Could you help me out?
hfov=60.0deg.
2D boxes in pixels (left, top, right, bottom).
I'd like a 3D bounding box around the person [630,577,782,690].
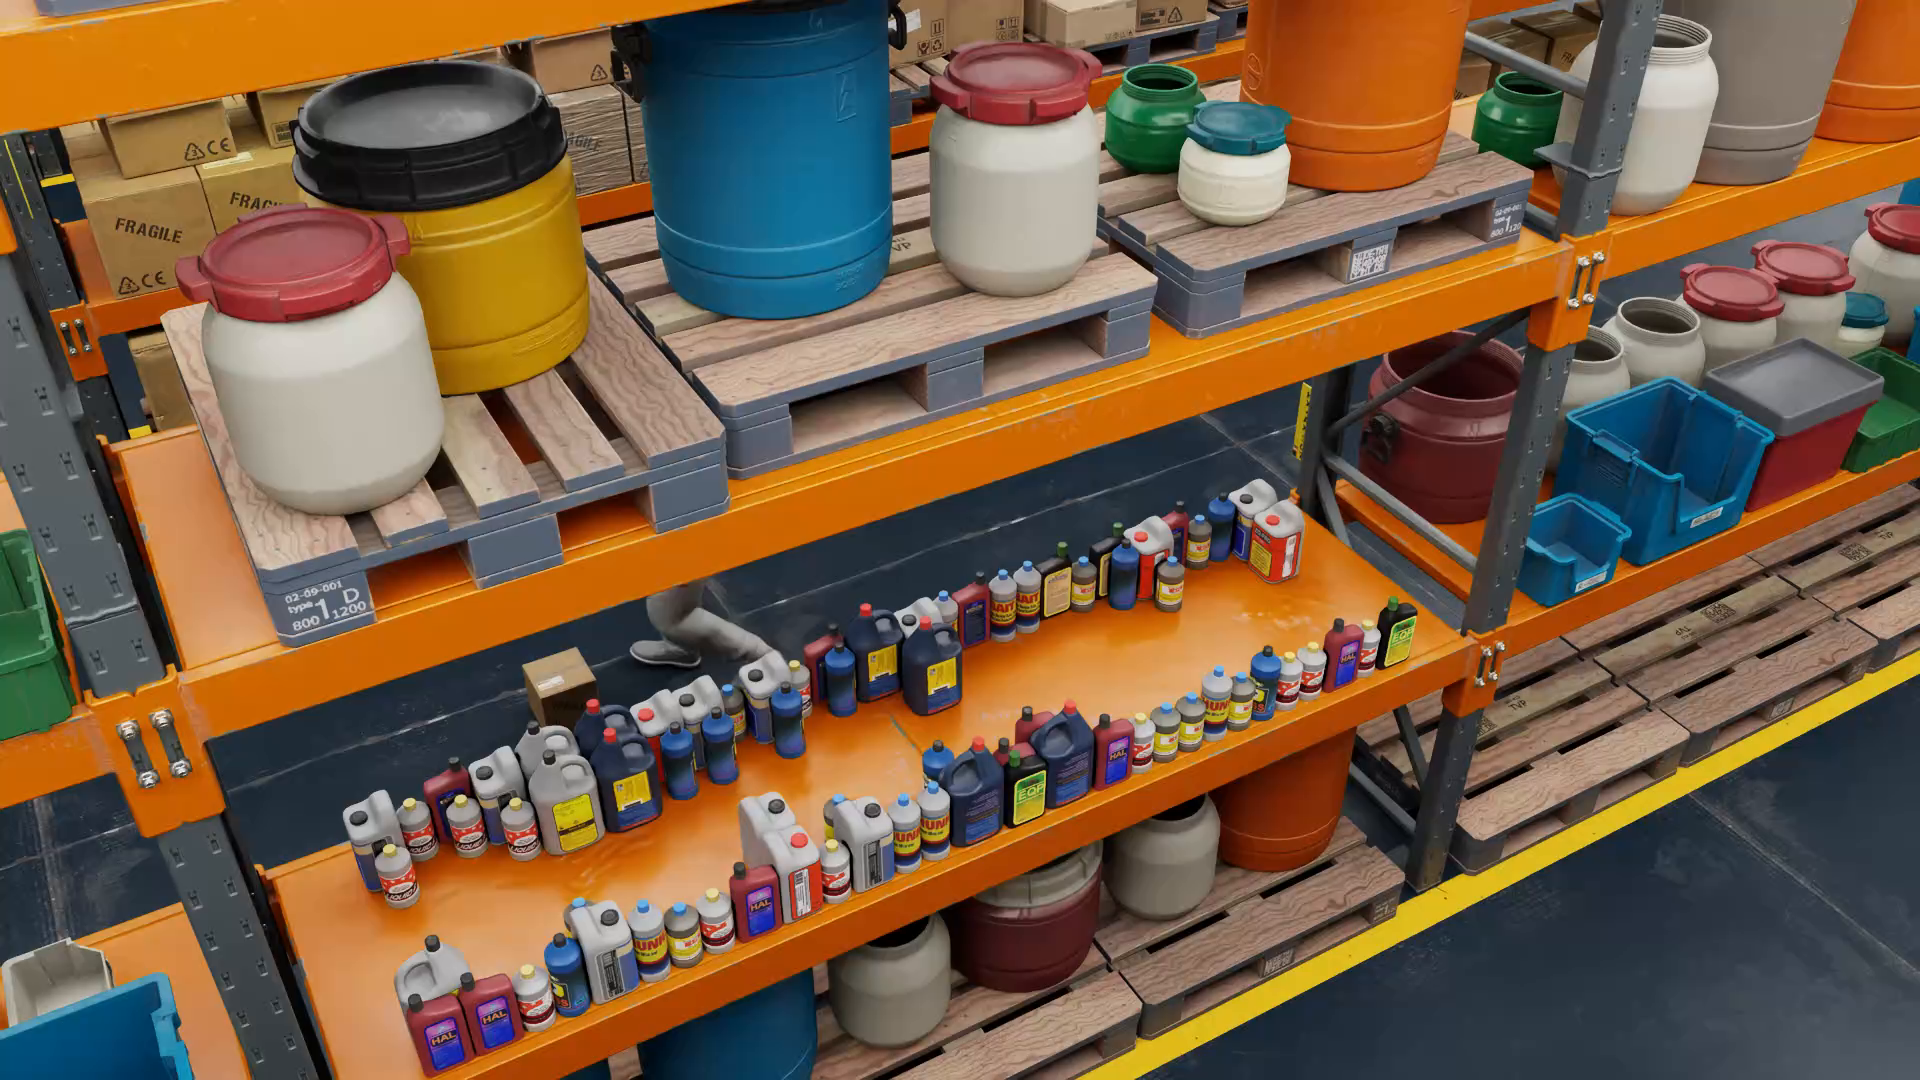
[{"bbox_3d":[-1.142,-0.073,7.011,0.728,1.729,0.582,-1,37,-1],"label":"person"}]
